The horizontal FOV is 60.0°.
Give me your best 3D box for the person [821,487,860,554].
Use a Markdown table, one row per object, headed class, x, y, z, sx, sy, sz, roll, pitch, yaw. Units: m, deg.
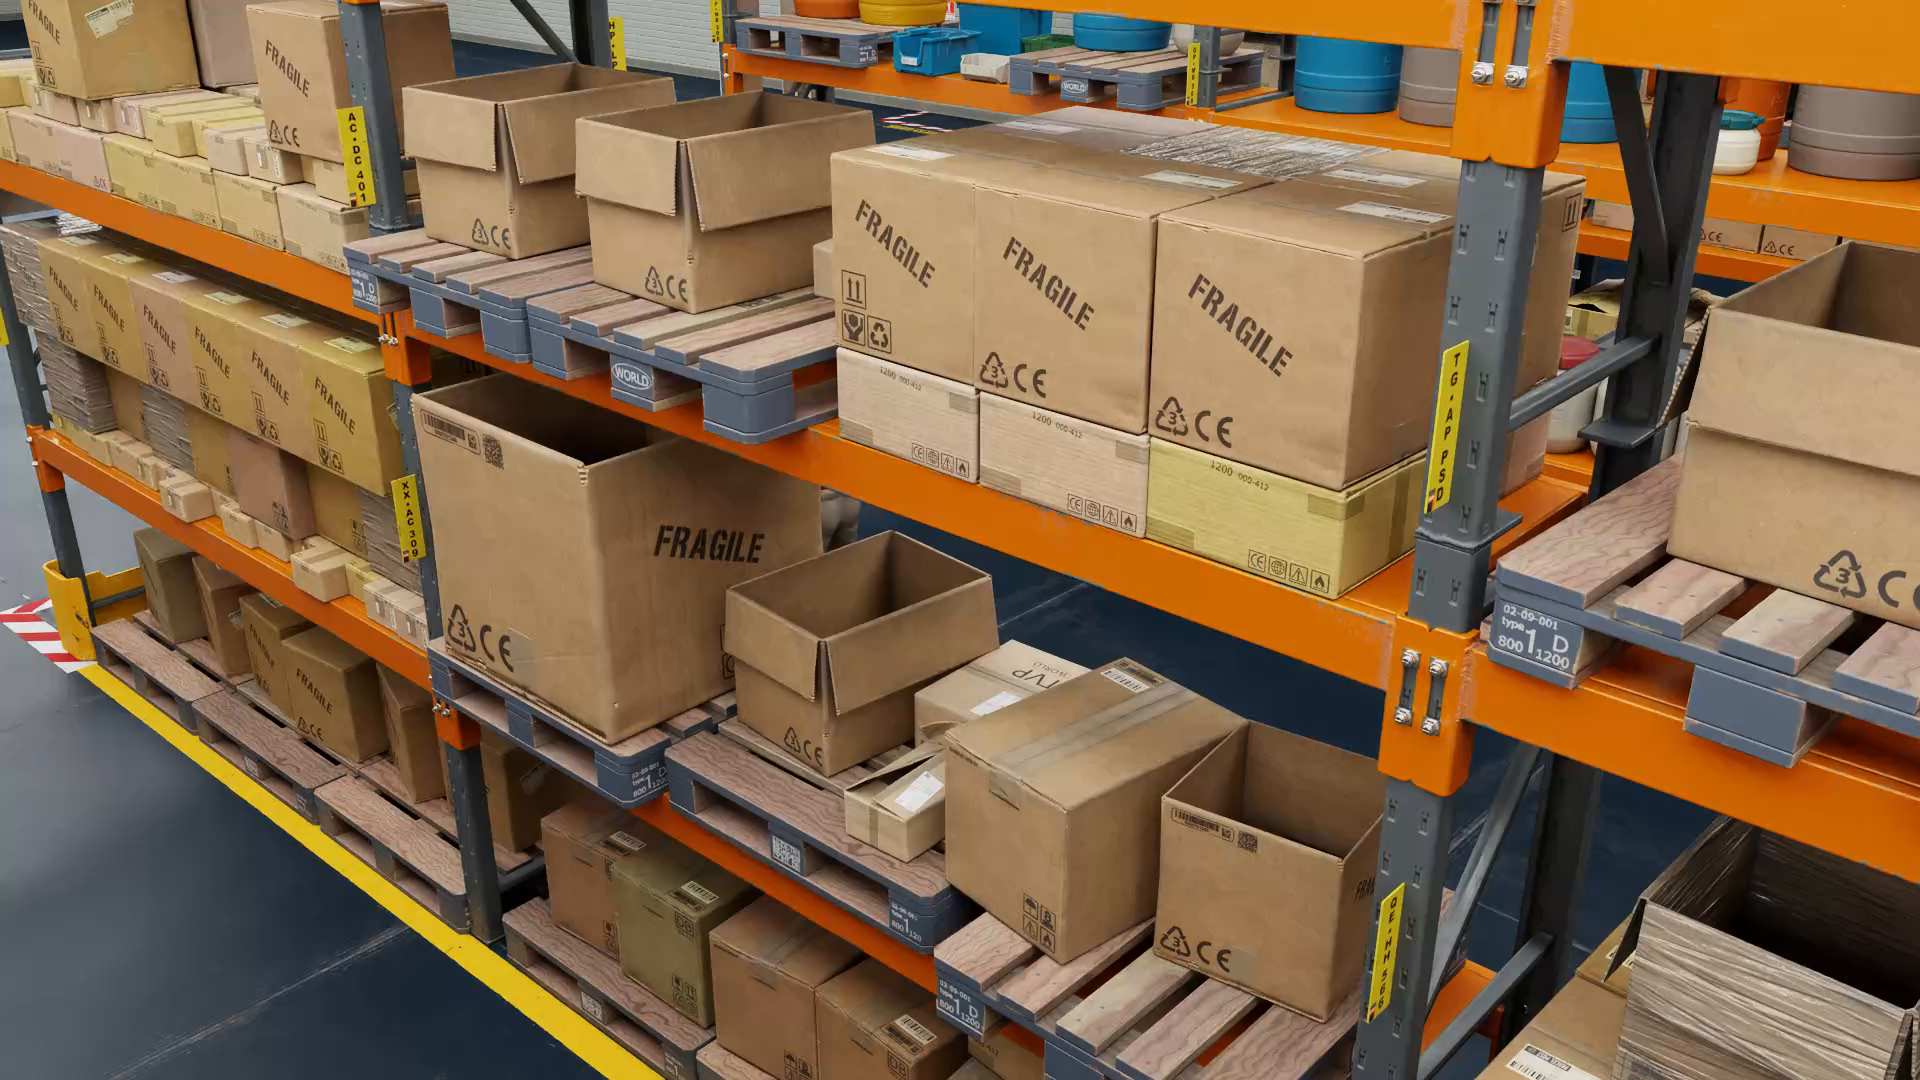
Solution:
| class | x | y | z | sx | sy | sz | roll | pitch | yaw |
| --- | --- | --- | --- | --- | --- | --- | --- | --- | --- |
| person | -0.767 | -0.198 | 9.065 | 0.383 | 1.728 | 0.601 | 19 | 30 | 36 |
